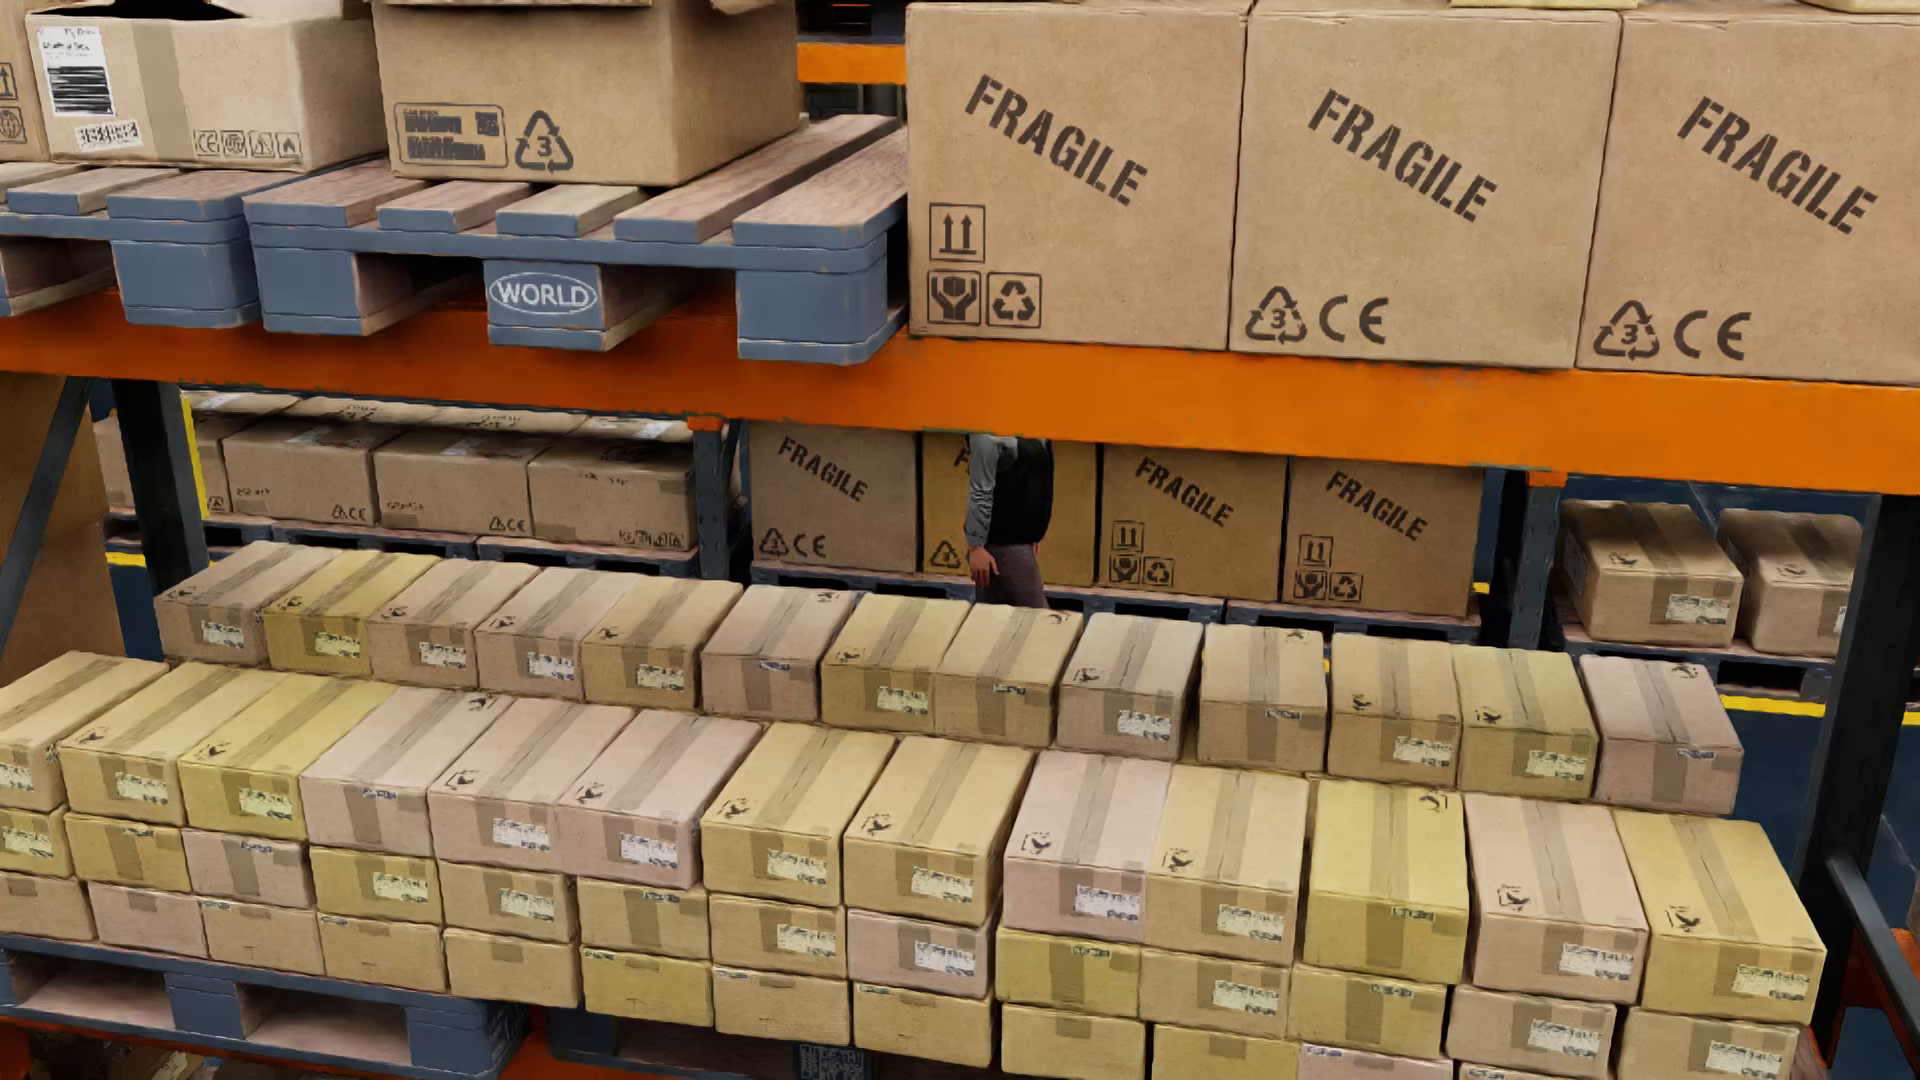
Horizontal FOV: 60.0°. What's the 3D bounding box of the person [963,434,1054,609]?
[{"bbox_3d":[0.313,0.029,7.146,0.777,1.622,0.536,5,22,13],"label":"person"}]
